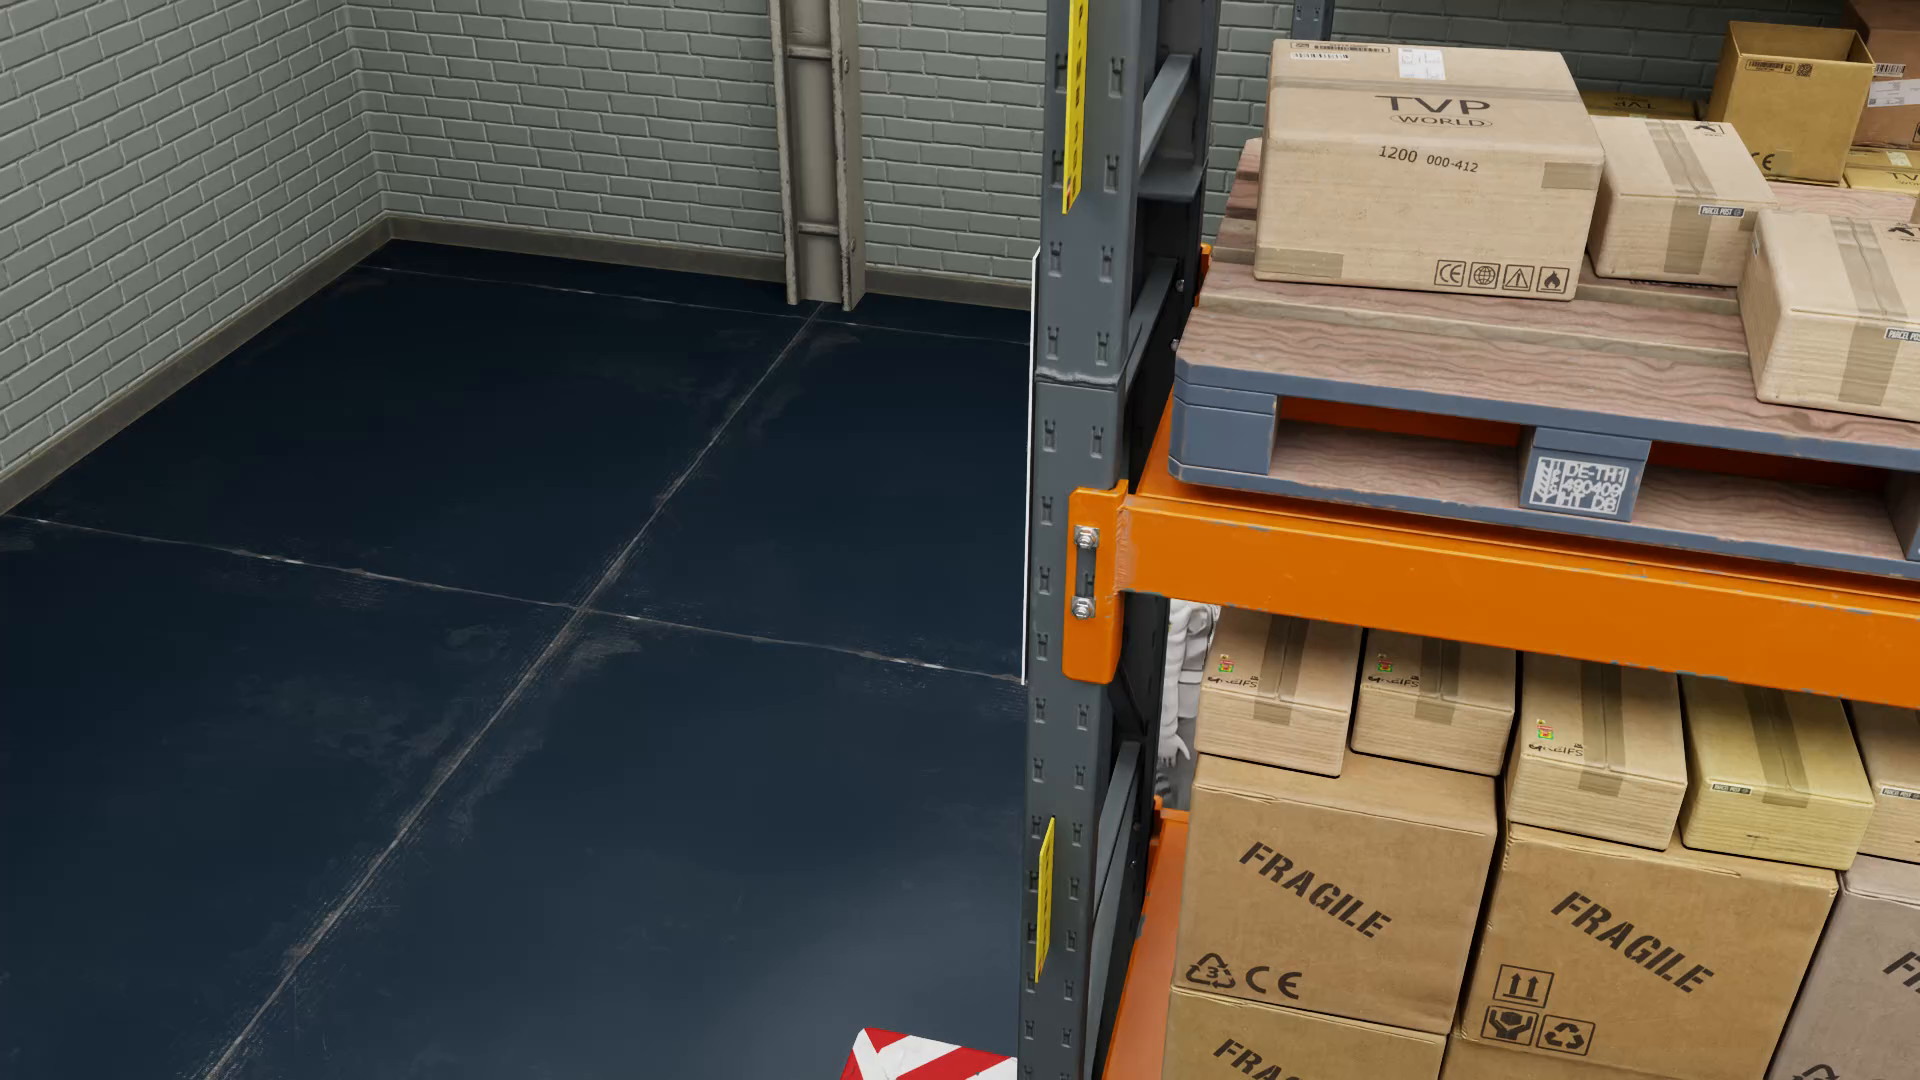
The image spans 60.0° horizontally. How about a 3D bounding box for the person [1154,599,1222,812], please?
[{"bbox_3d":[0.829,0.524,5.310,0.545,1.677,0.488,15,36,22],"label":"person"}]
